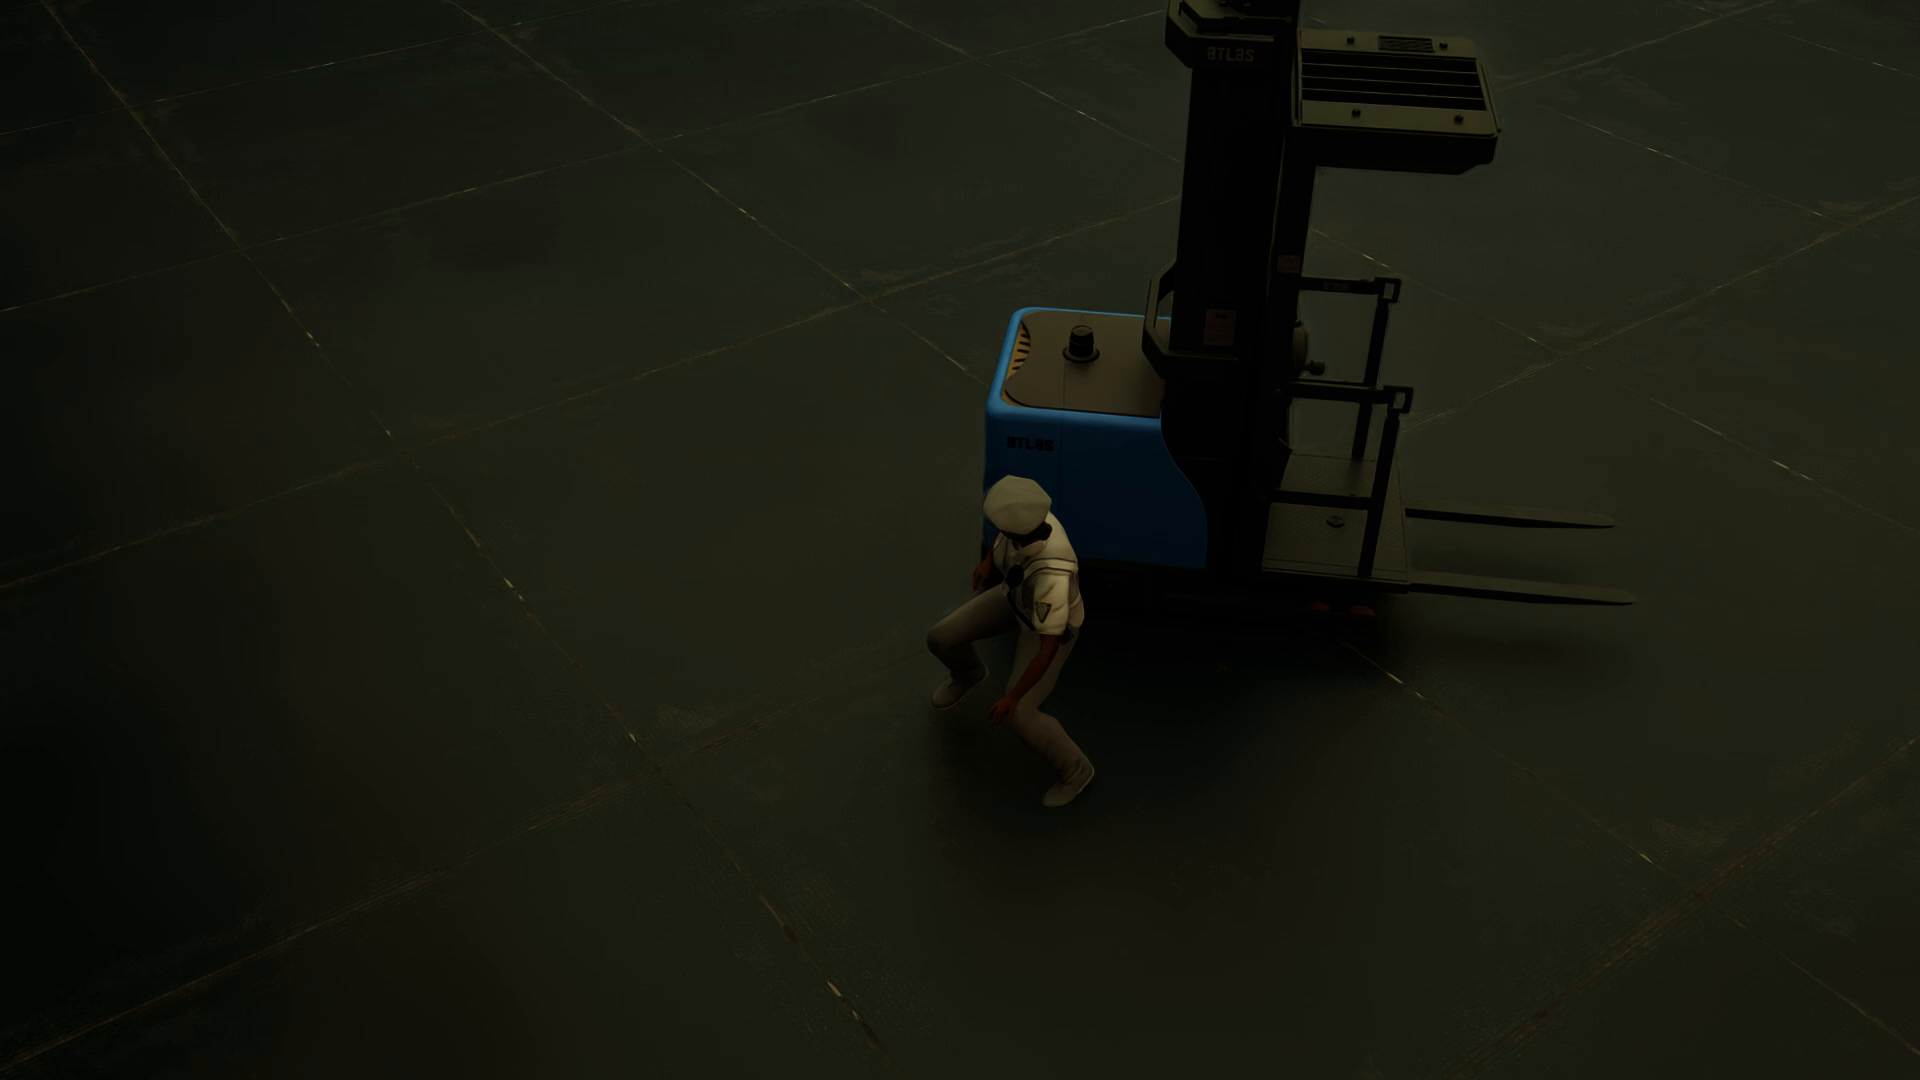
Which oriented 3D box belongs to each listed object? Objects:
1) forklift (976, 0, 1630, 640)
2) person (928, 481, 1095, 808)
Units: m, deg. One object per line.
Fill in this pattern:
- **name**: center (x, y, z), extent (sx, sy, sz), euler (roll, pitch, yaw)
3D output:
- **forklift**: center (1.639, -1.052, 7.367), extent (3.031, 2.935, 1.130), euler (5, 37, 7)
- **person**: center (0.232, 0.366, 6.750), extent (0.643, 1.458, 0.743), euler (-21, 41, -26)
